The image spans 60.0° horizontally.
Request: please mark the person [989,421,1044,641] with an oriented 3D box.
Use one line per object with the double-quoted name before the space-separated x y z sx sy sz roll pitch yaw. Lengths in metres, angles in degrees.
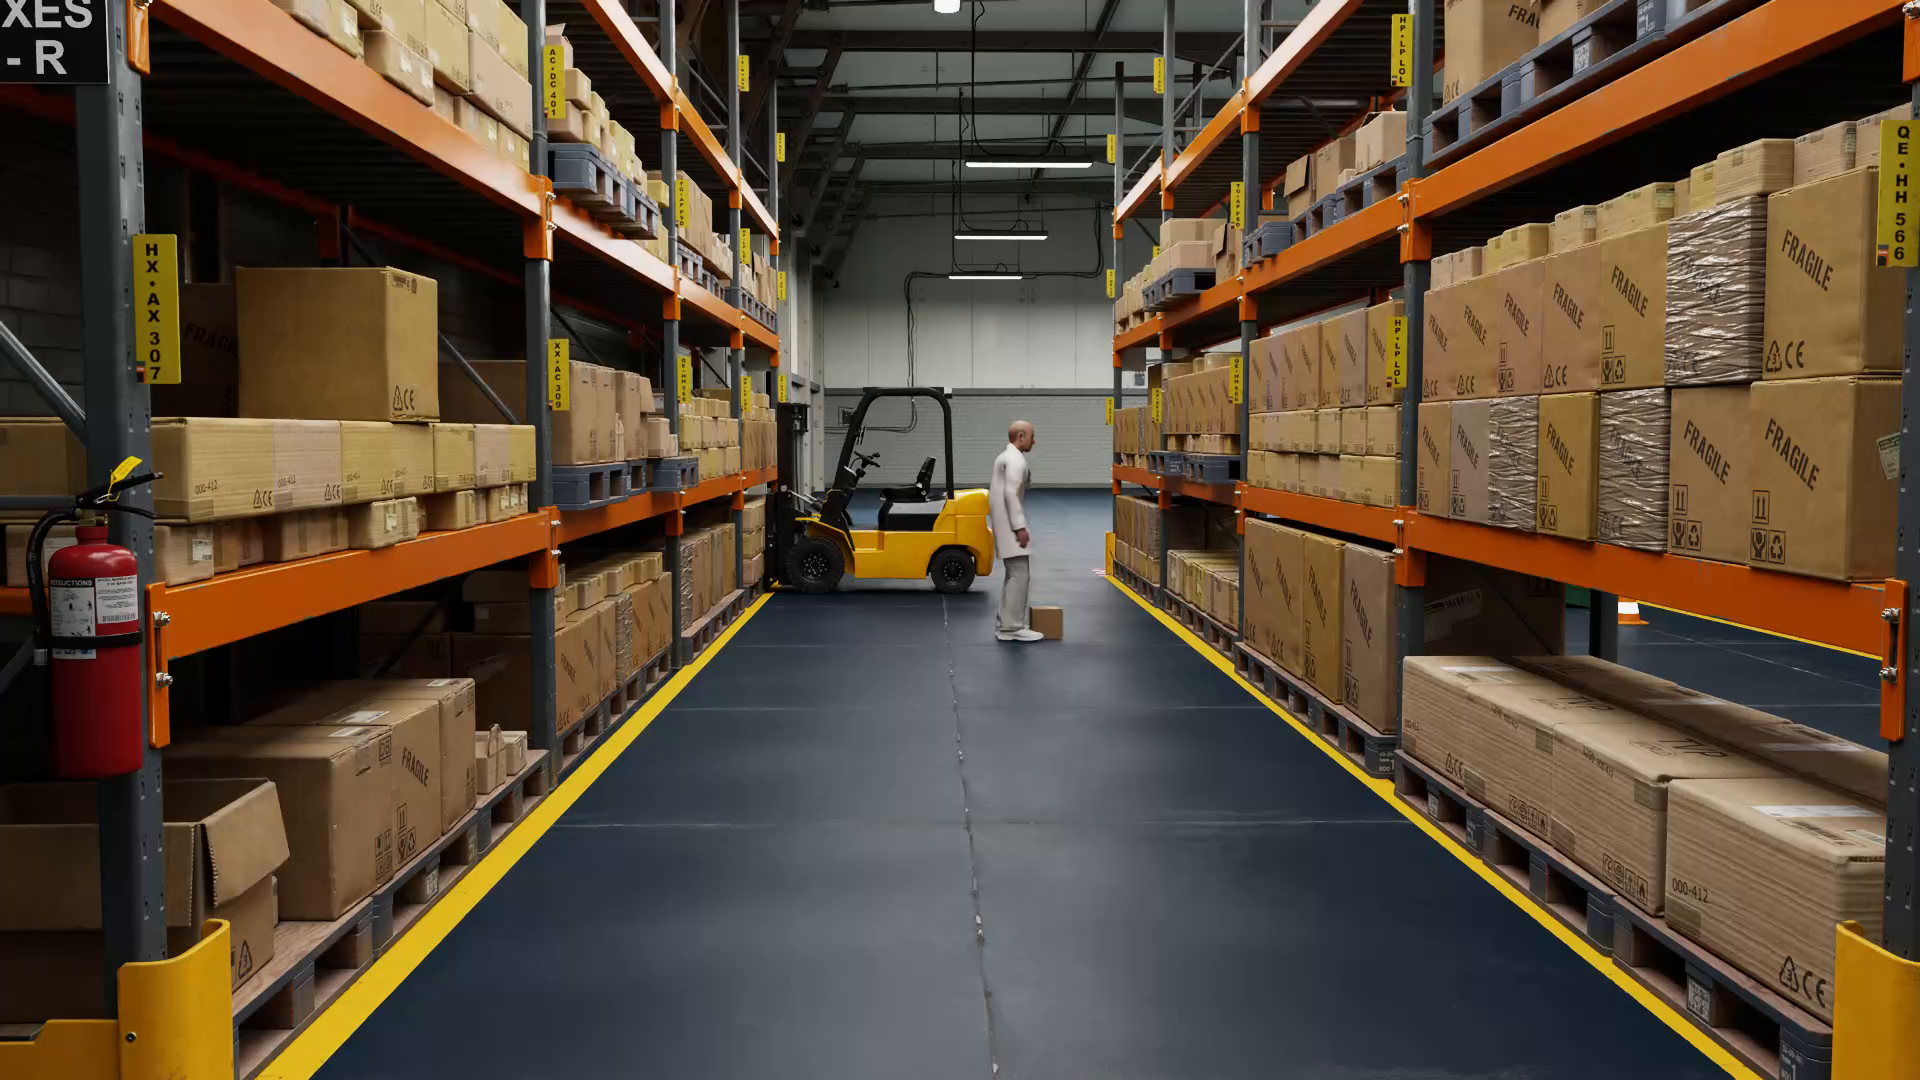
"person" 0.449 -0.084 13.533 0.428 1.772 0.640 0 4 -4
